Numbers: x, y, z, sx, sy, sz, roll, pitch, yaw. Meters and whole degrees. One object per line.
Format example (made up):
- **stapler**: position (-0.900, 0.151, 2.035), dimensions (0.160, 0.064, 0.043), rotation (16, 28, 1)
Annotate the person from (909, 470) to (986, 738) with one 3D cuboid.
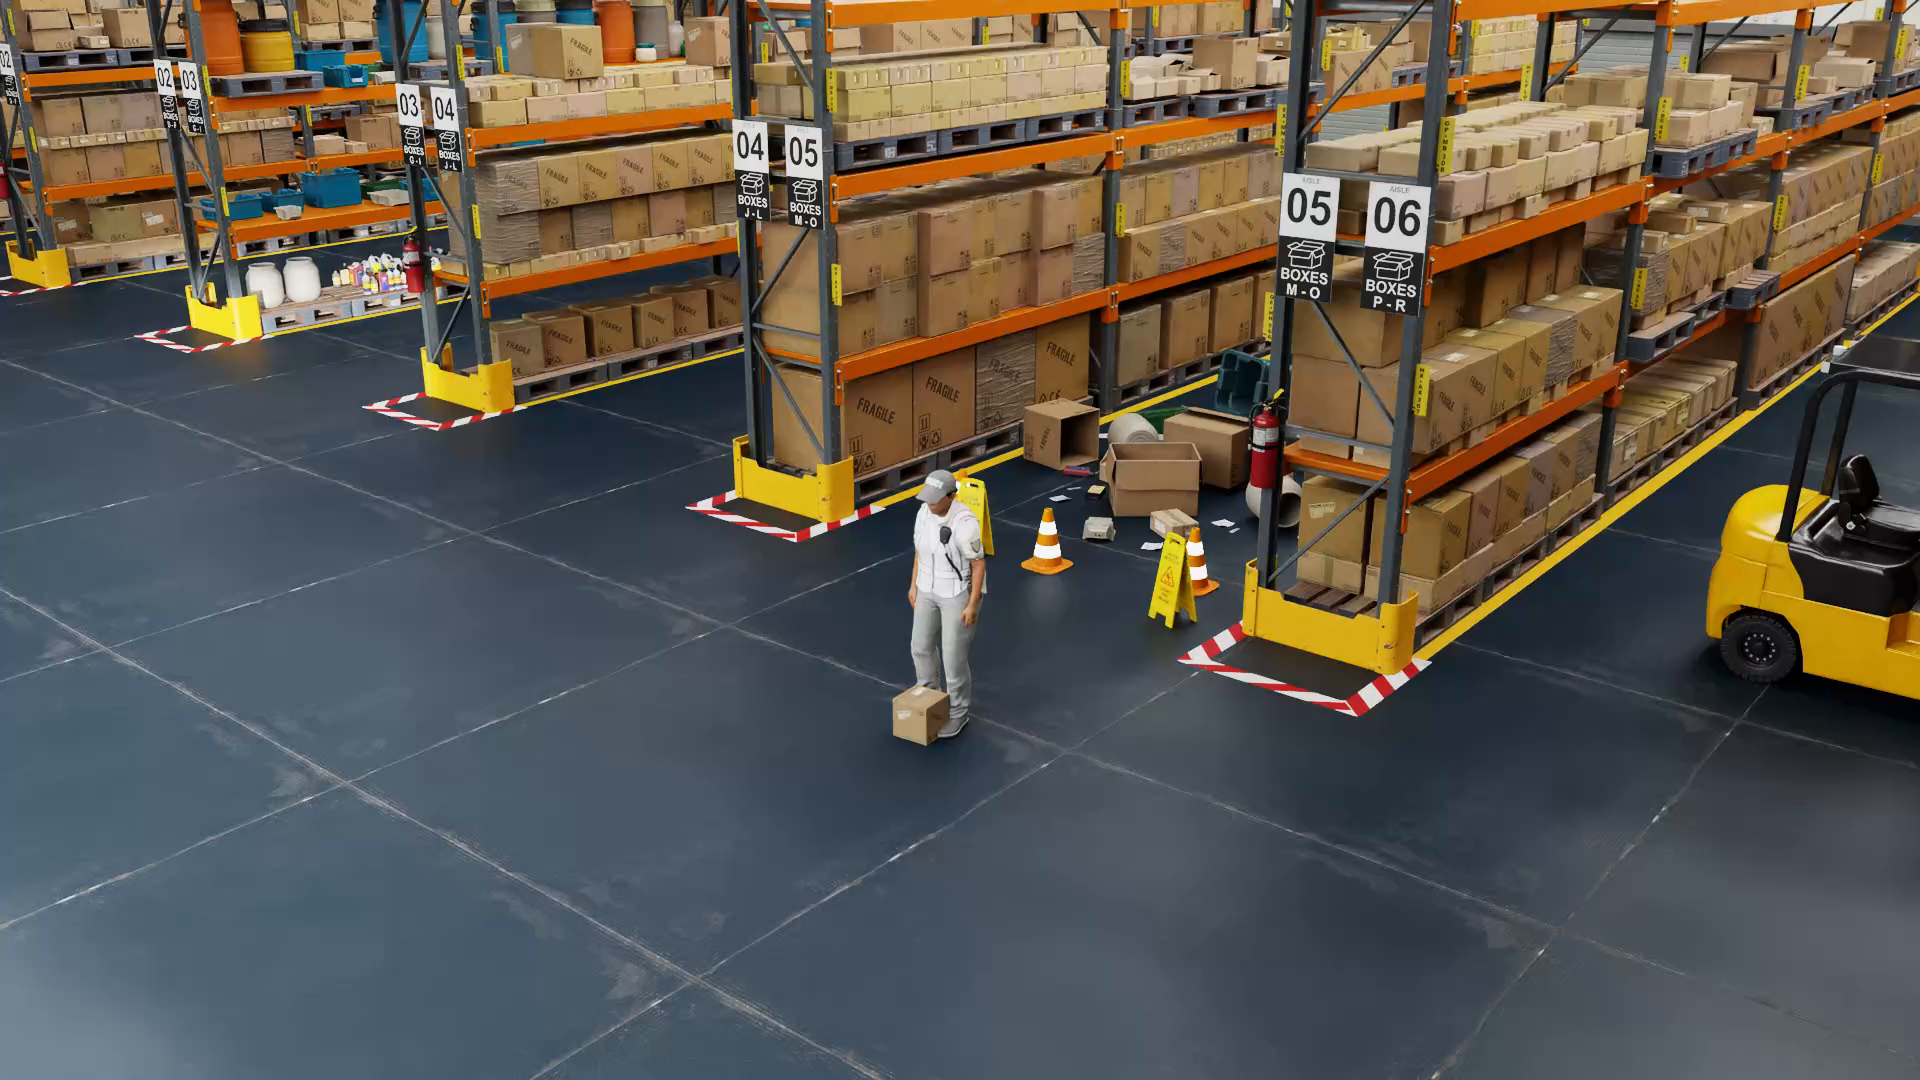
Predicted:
- **person**: position (-0.099, 0.350, 10.123), dimensions (0.537, 1.666, 0.467), rotation (16, 26, 37)
